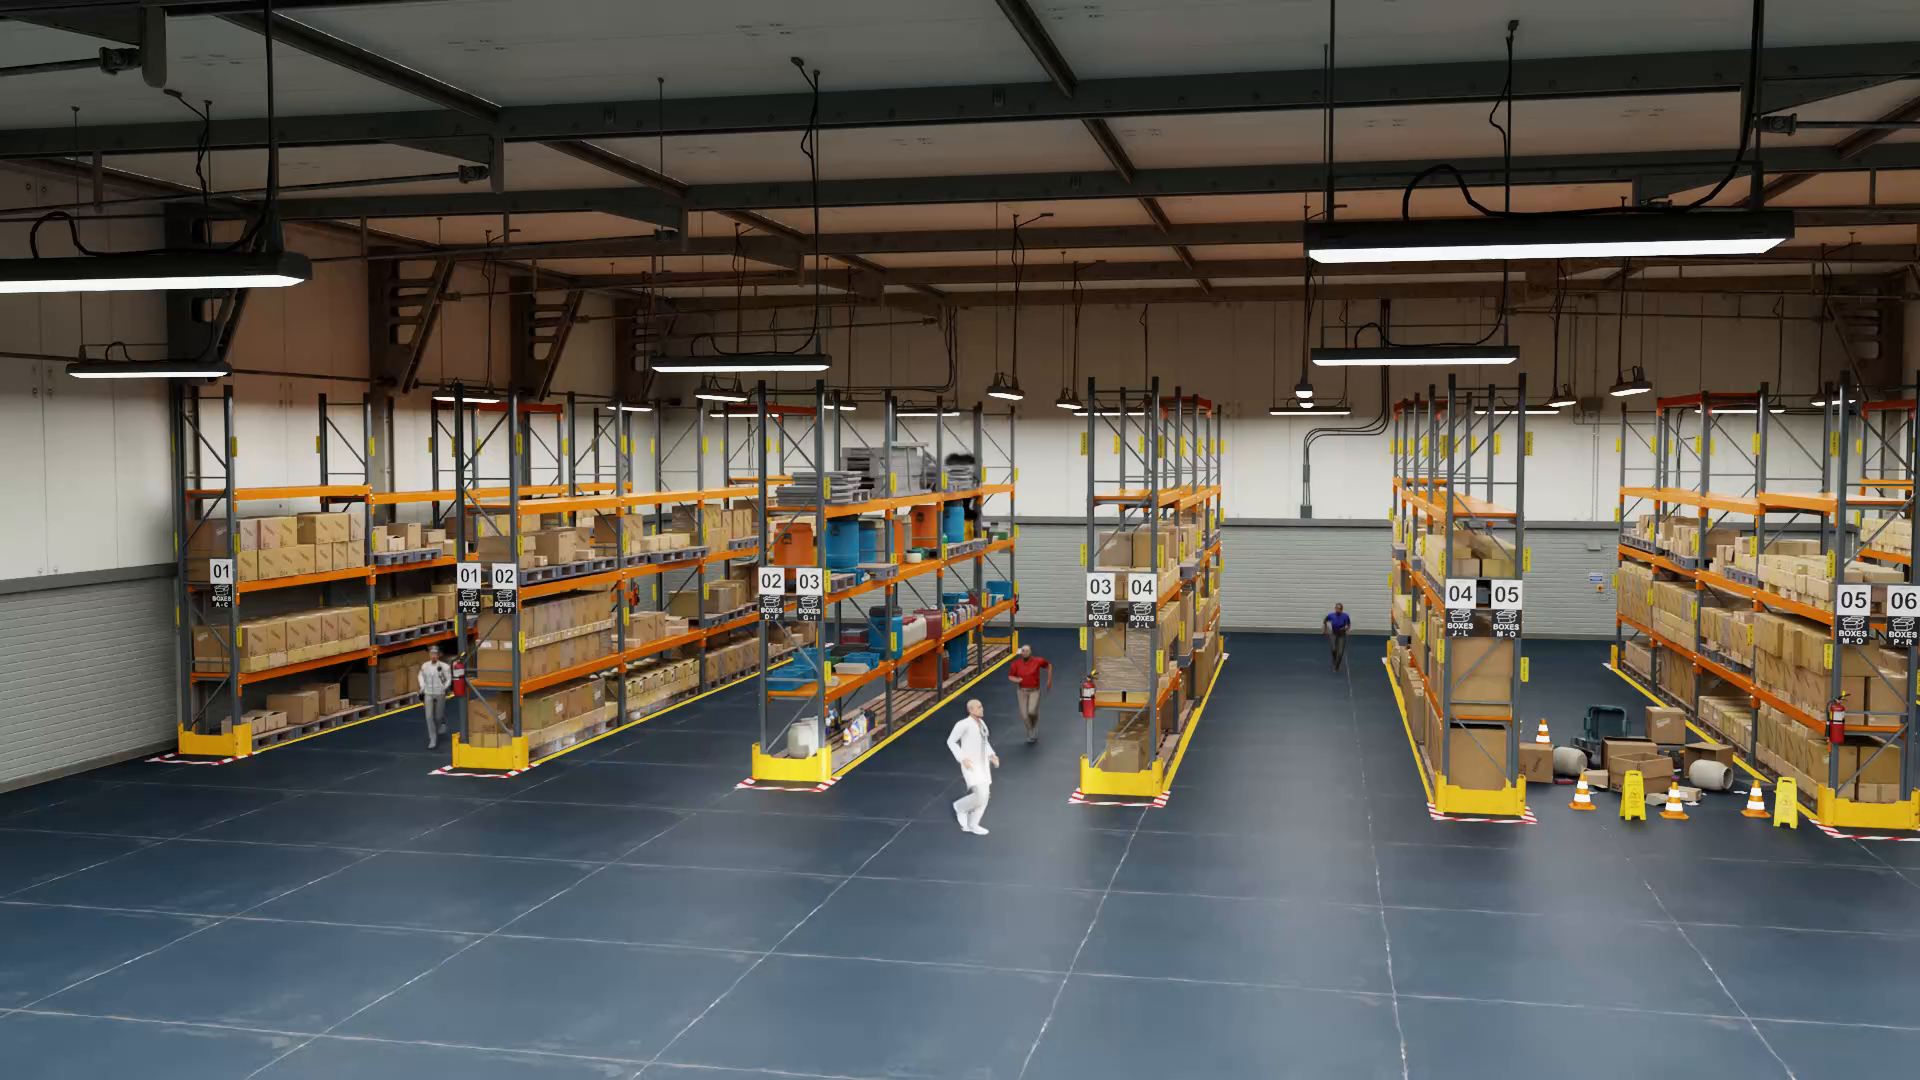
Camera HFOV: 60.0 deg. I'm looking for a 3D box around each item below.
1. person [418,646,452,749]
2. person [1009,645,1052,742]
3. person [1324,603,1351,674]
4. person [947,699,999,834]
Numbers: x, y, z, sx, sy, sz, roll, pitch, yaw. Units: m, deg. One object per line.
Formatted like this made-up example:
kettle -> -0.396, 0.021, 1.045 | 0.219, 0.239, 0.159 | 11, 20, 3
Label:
person -> -8.831, 2.611, 27.980 | 0.618, 1.694, 0.804 | 0, 3, -6
person -> 1.166, 2.590, 27.935 | 0.703, 1.673, 0.748 | 1, 3, 12
person -> 8.313, 2.177, 36.623 | 0.561, 1.583, 0.666 | 0, 3, 8
person -> 0.183, 2.935, 21.511 | 0.588, 1.742, 0.715 | 2, 4, 37
